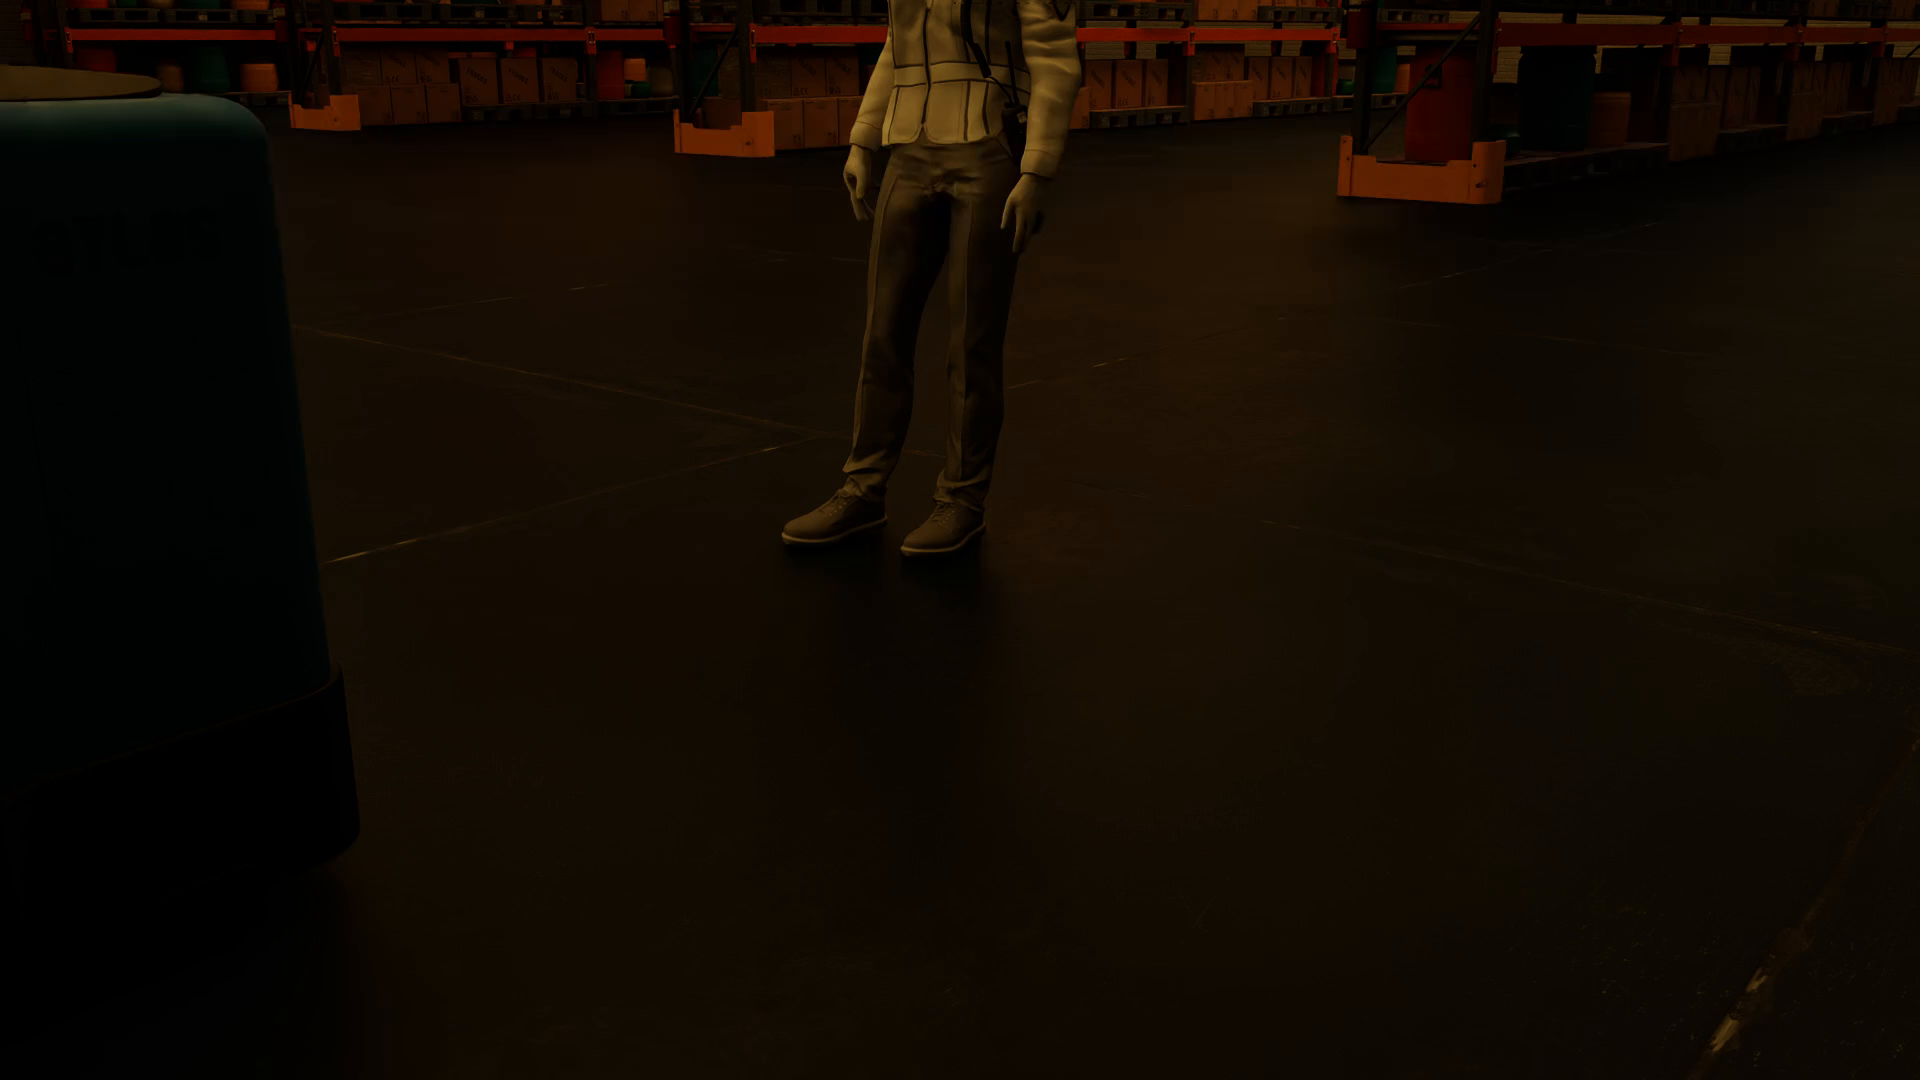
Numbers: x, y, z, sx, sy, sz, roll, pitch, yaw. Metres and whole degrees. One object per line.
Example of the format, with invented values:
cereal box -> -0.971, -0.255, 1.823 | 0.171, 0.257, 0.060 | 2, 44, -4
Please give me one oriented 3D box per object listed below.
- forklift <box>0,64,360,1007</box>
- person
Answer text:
forklift -> -2.171, -0.679, 1.132 | 1.130, 2.935, 3.031 | 14, 22, 38
person -> -0.048, -0.804, 3.648 | 0.587, 1.696, 0.534 | 13, 21, 37
